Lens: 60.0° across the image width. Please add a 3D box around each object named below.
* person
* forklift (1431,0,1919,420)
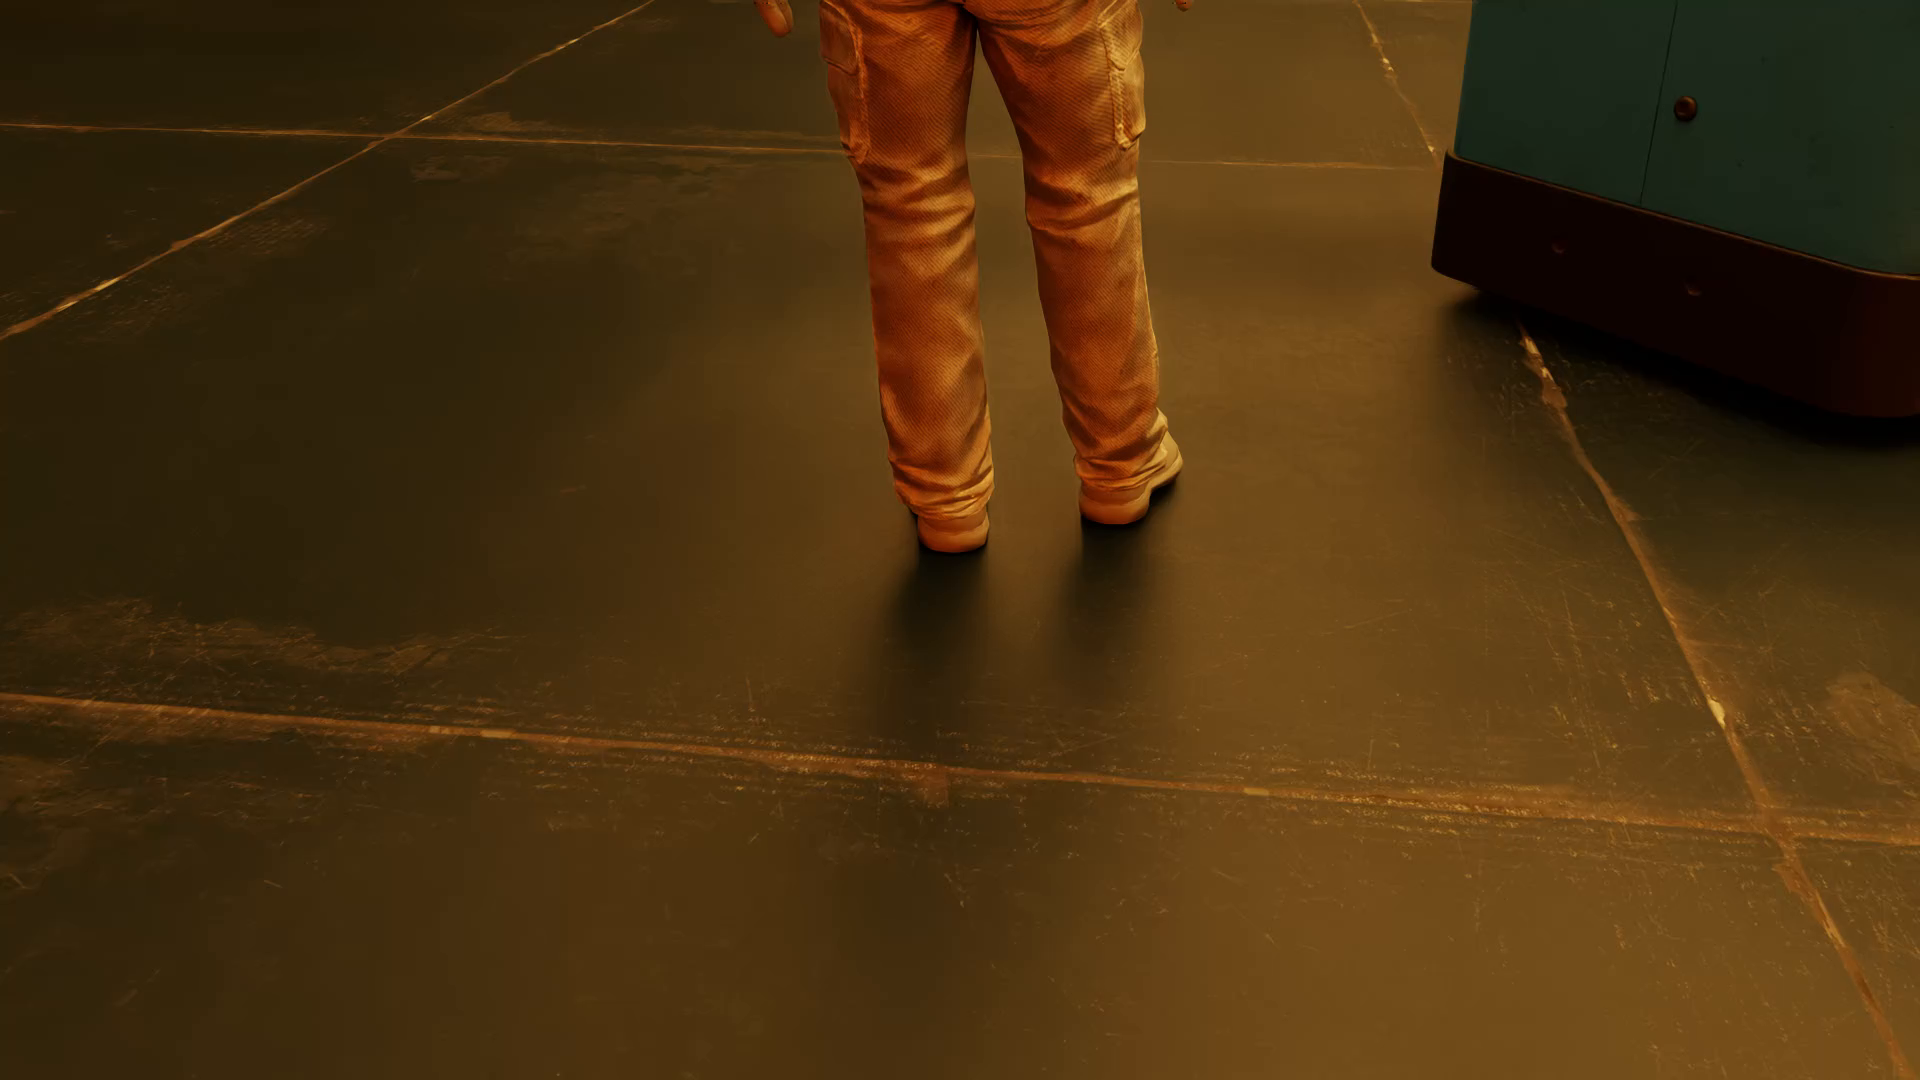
[{"bbox_3d":[0.017,-0.836,2.162,0.656,1.784,0.575,3,27,7],"label":"person"},{"bbox_3d":[2.516,-1.978,3.182,3.031,2.935,1.130,-15,30,-27],"label":"forklift"}]
